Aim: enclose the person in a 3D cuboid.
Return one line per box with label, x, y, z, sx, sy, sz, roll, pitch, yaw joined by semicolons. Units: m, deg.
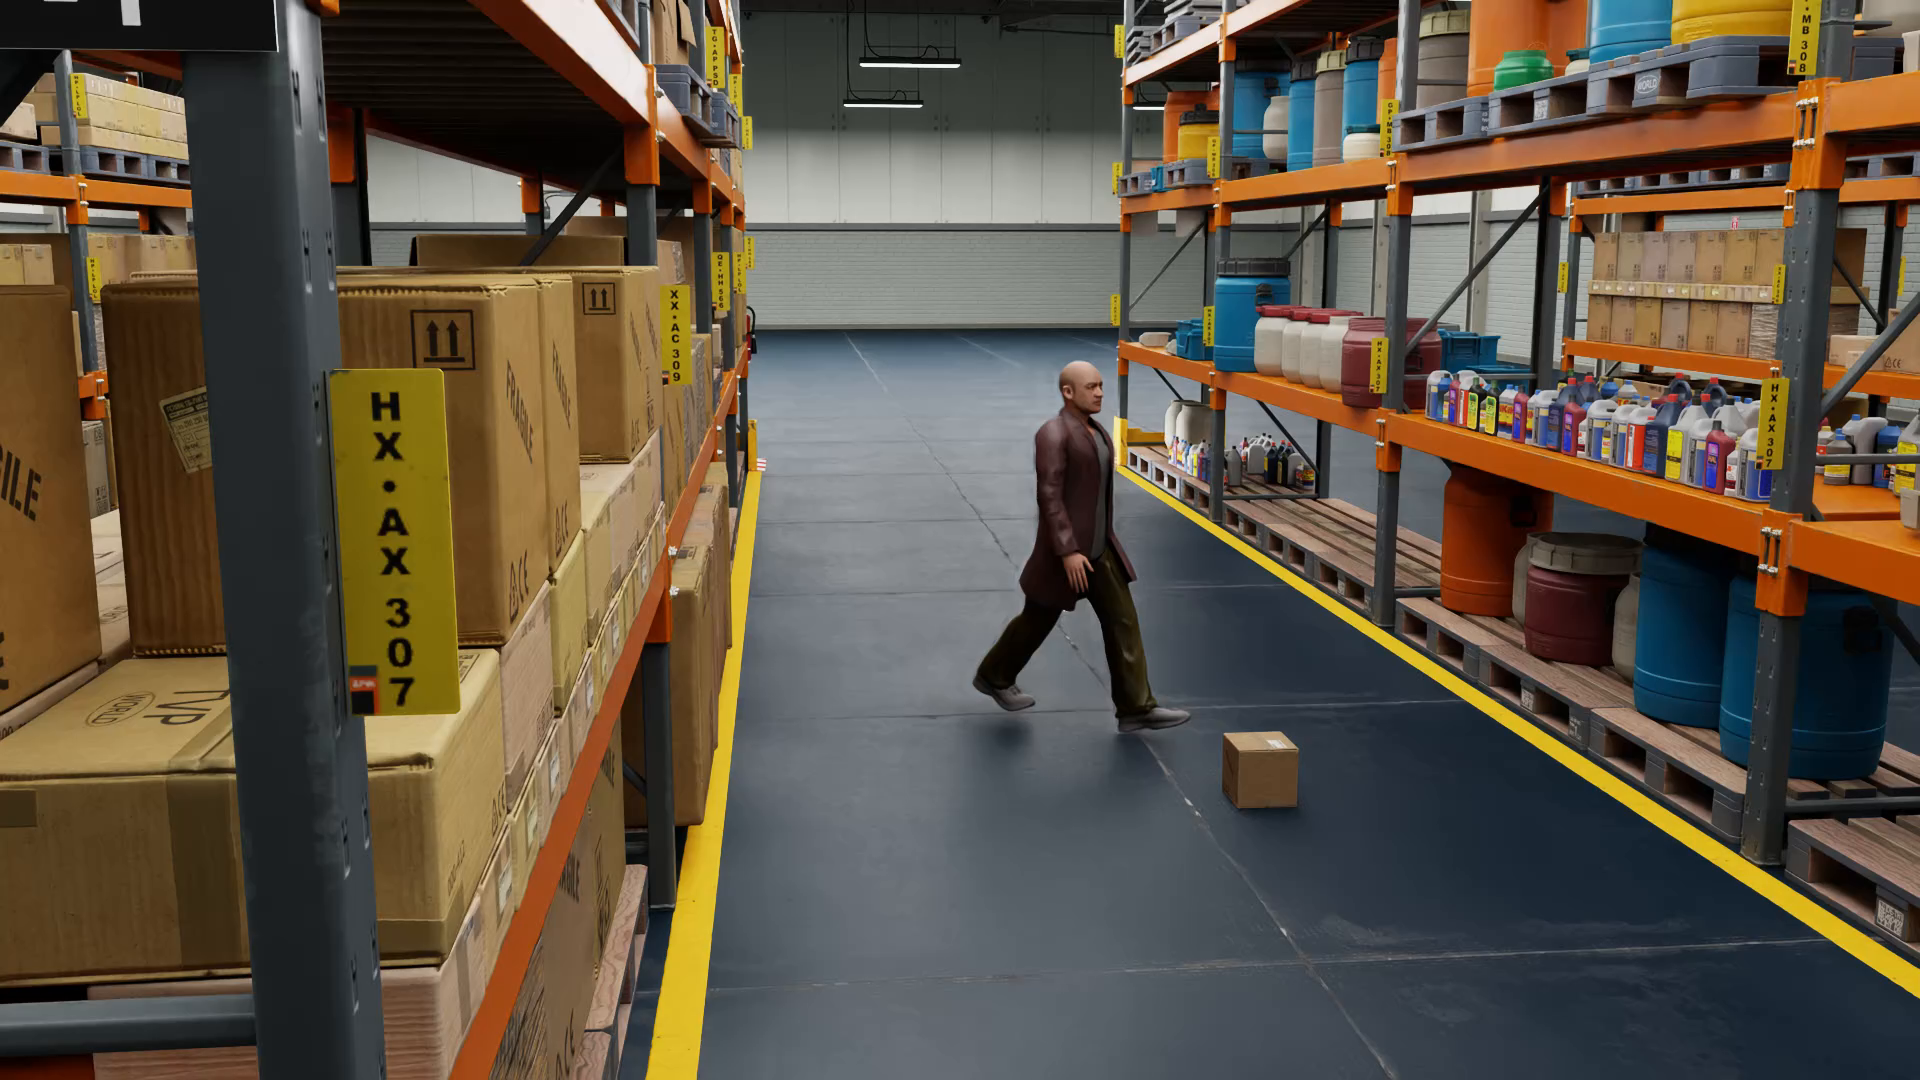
person;0.528;0.034;7.787;1.147;1.737;0.602;8;13;39
